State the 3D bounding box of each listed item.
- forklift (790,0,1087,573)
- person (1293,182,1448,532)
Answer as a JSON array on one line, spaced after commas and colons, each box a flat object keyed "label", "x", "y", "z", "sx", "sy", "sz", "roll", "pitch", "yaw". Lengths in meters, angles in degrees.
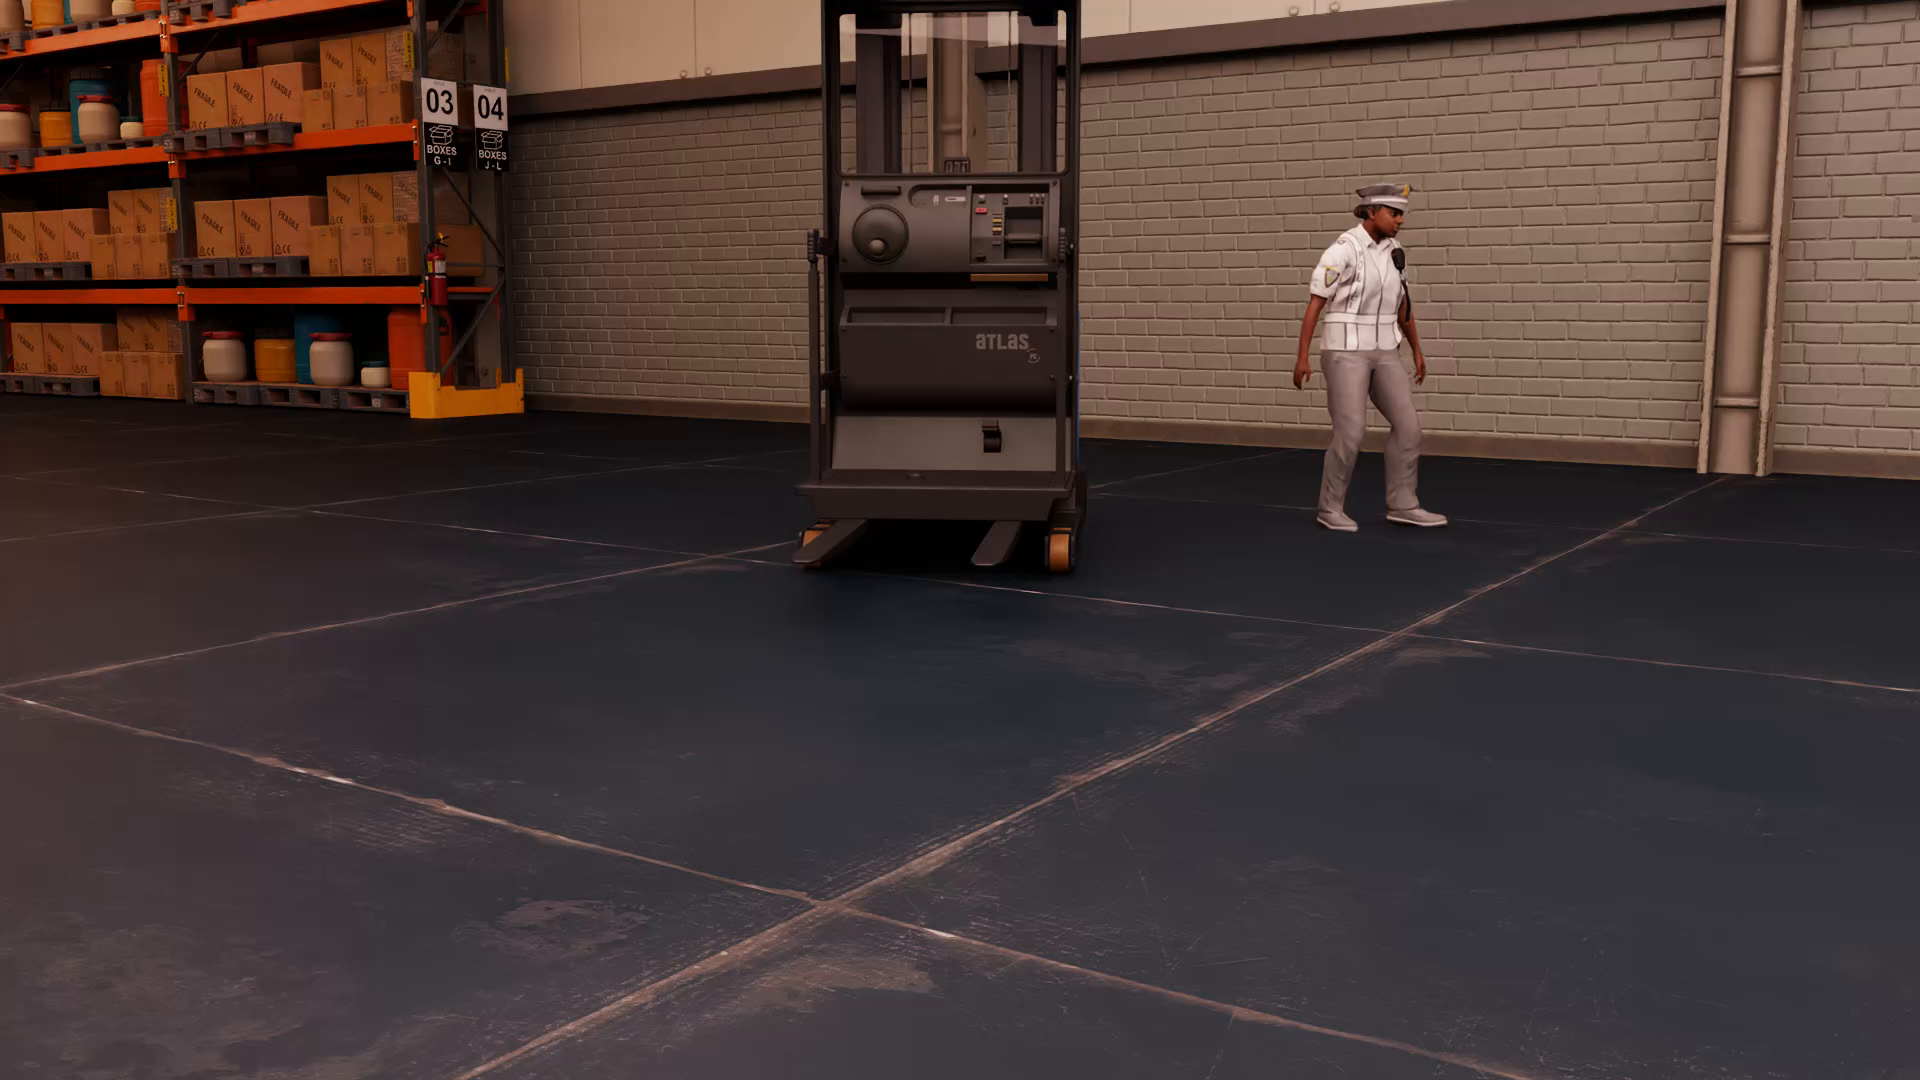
[{"label": "forklift", "x": -0.064, "y": -1.366, "z": 6.796, "sx": 1.130, "sy": 2.935, "sz": 3.031, "roll": 1, "pitch": 8, "yaw": 6}, {"label": "person", "x": 1.961, "y": -0.864, "z": 7.917, "sx": 0.770, "sy": 1.633, "sz": 0.390, "roll": -4, "pitch": 9, "yaw": -26}]
